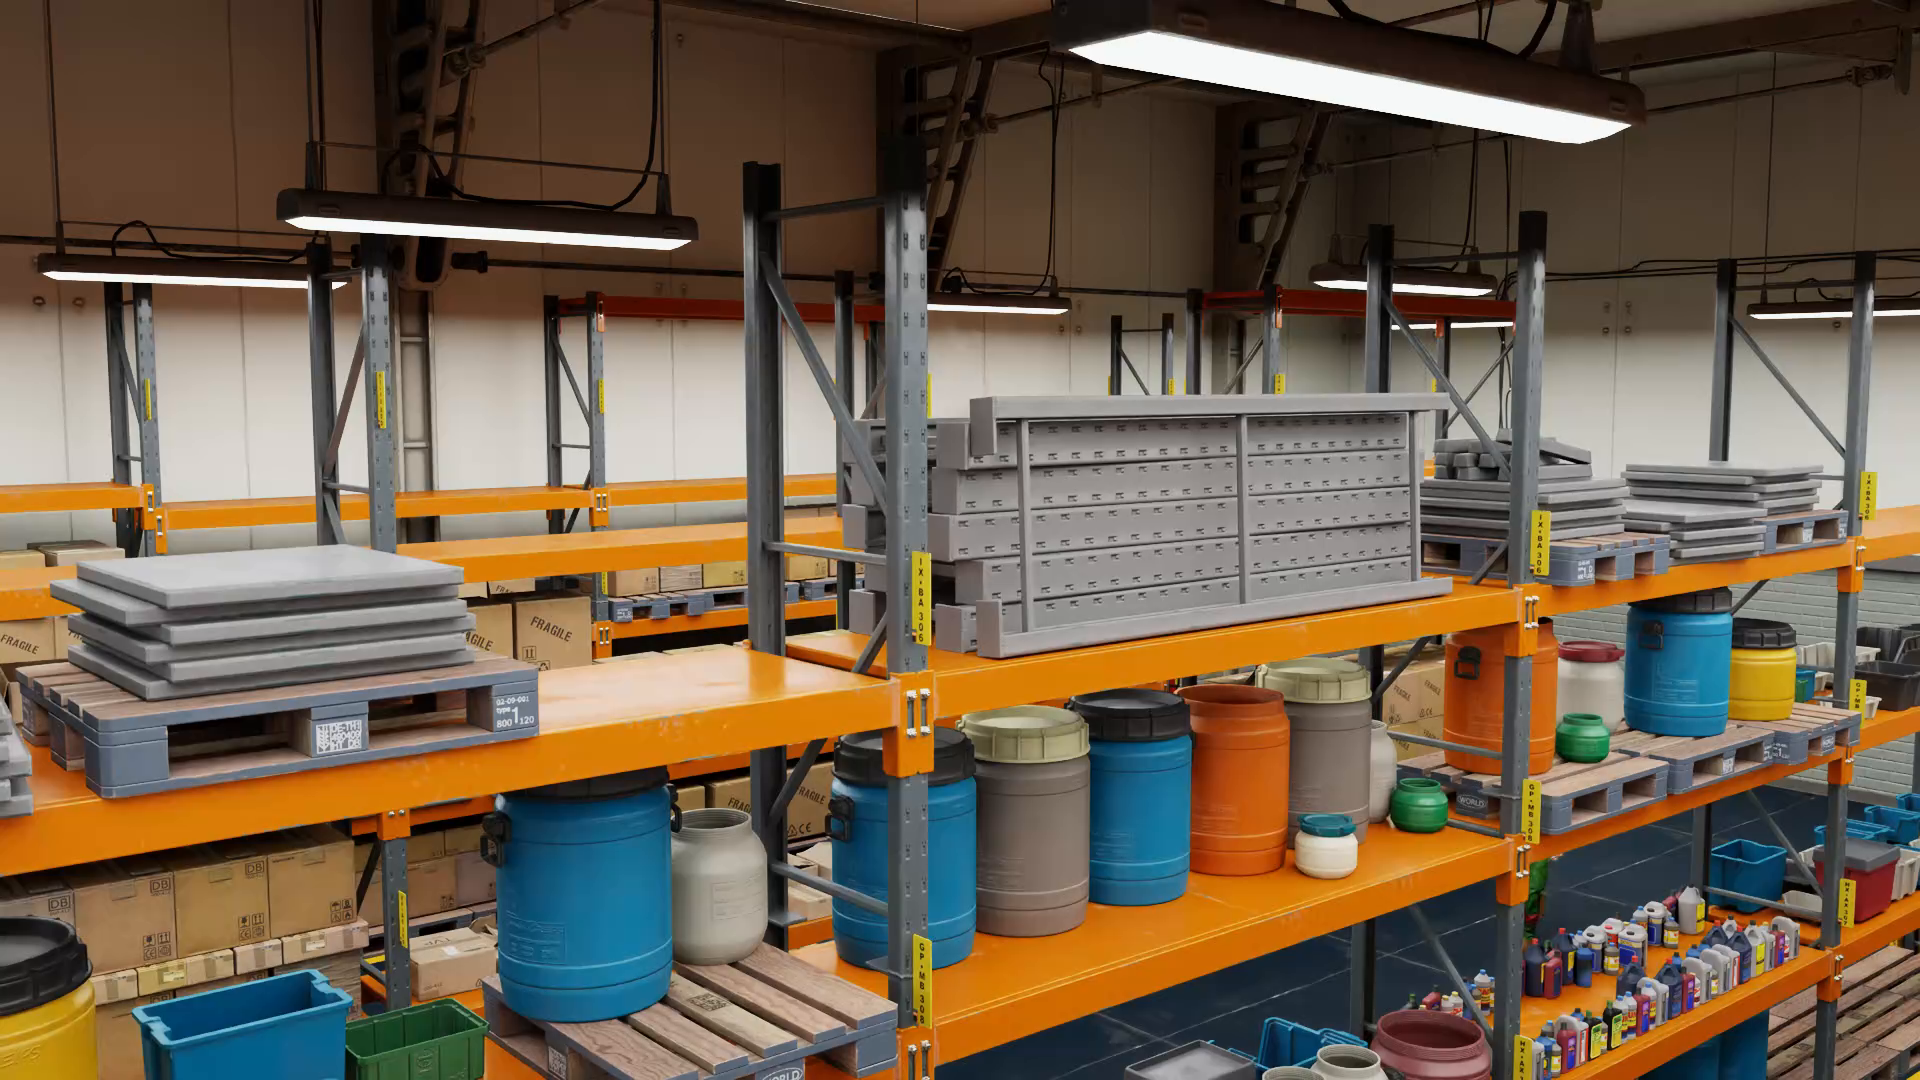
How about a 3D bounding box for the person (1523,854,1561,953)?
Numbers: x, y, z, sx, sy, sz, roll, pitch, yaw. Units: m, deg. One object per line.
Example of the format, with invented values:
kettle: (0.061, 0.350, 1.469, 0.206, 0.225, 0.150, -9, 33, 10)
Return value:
person: (5.272, 2.837, 15.237, 0.653, 1.751, 0.802, 5, 7, 40)
